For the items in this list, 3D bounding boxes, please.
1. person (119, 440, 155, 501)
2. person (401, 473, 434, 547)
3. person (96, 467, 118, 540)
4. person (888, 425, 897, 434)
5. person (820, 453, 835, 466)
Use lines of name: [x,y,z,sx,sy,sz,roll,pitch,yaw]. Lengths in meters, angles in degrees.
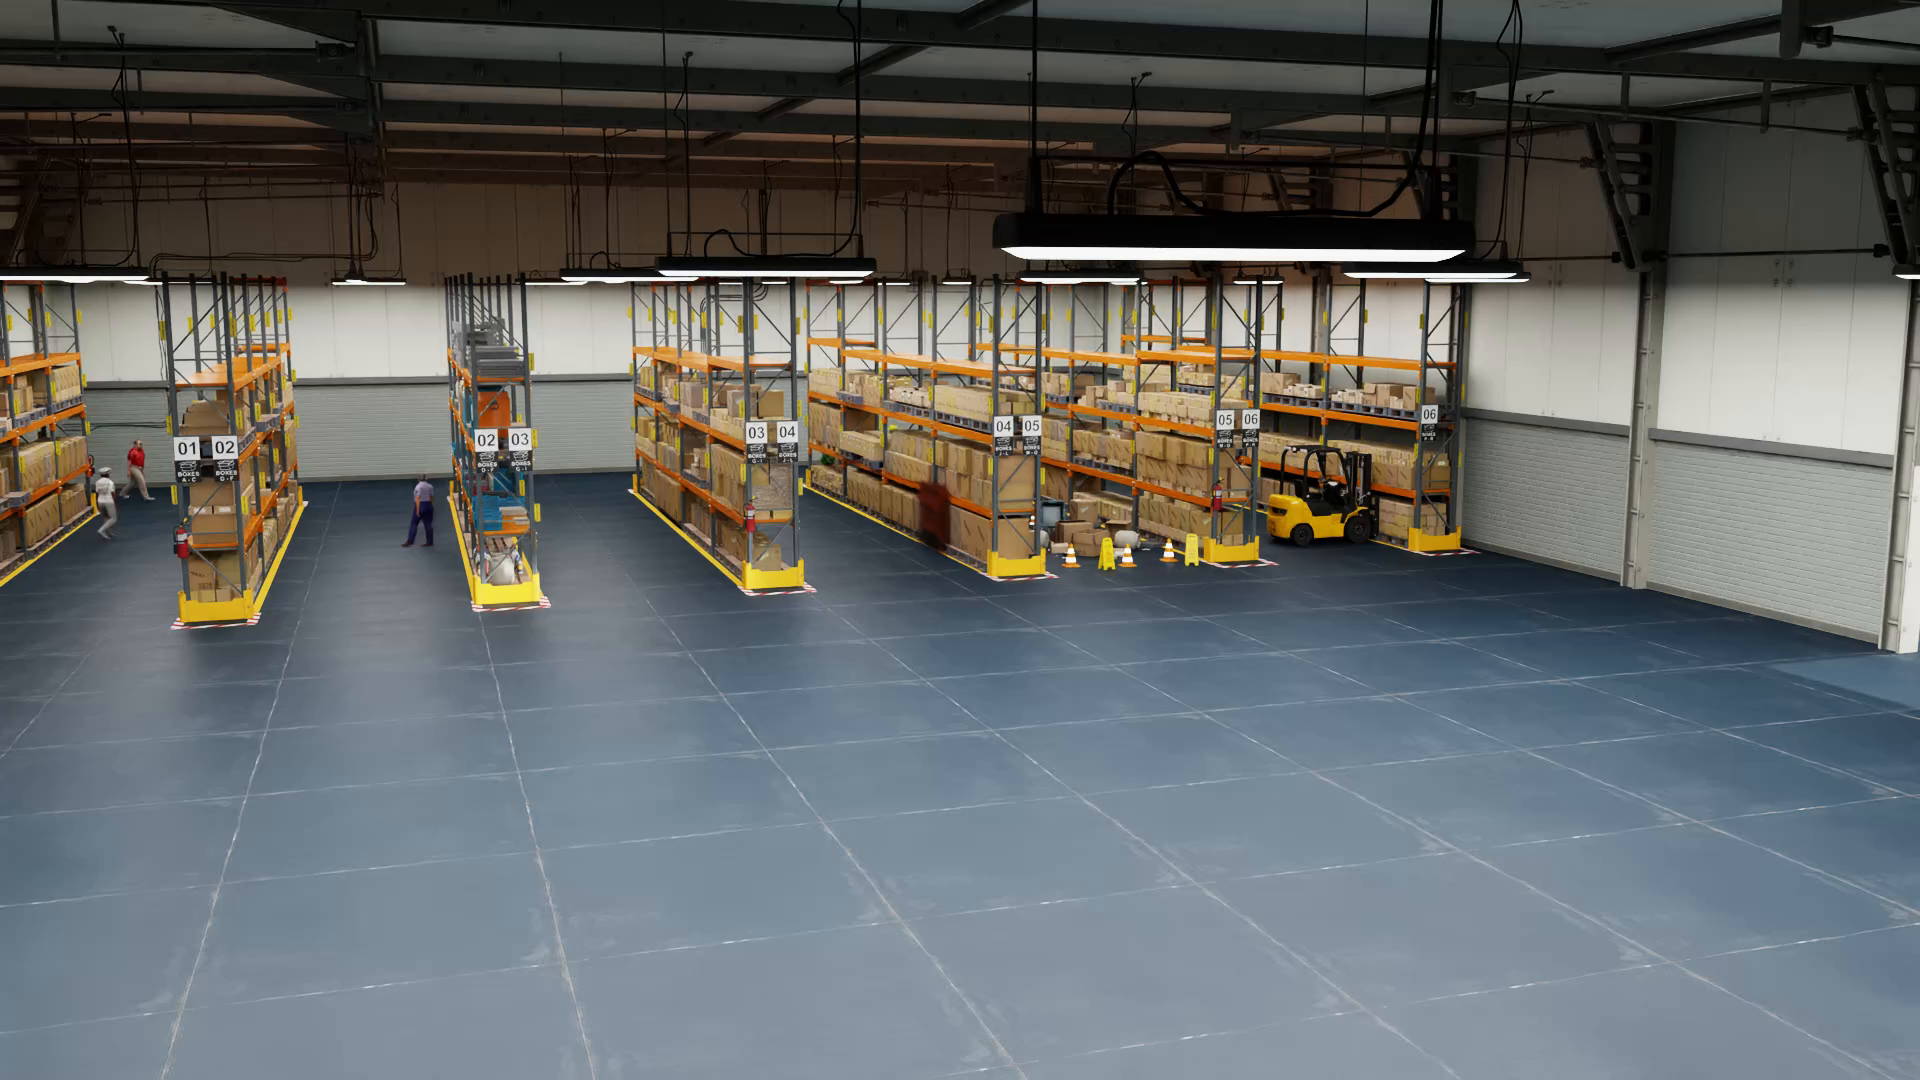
person: [-22.326,-1.894,45.046,1.081,1.666,0.533,0,9,1]
person: [-12.069,-0.654,37.107,0.585,1.624,0.667,6,10,35]
person: [-19.486,-0.821,37.928,0.476,1.655,0.807,2,9,11]
person: [-1.909,-2.492,48.703,0.467,1.766,0.616,5,10,28]
person: [-3.966,-2.755,50.220,0.461,1.787,0.602,-8,11,-41]
